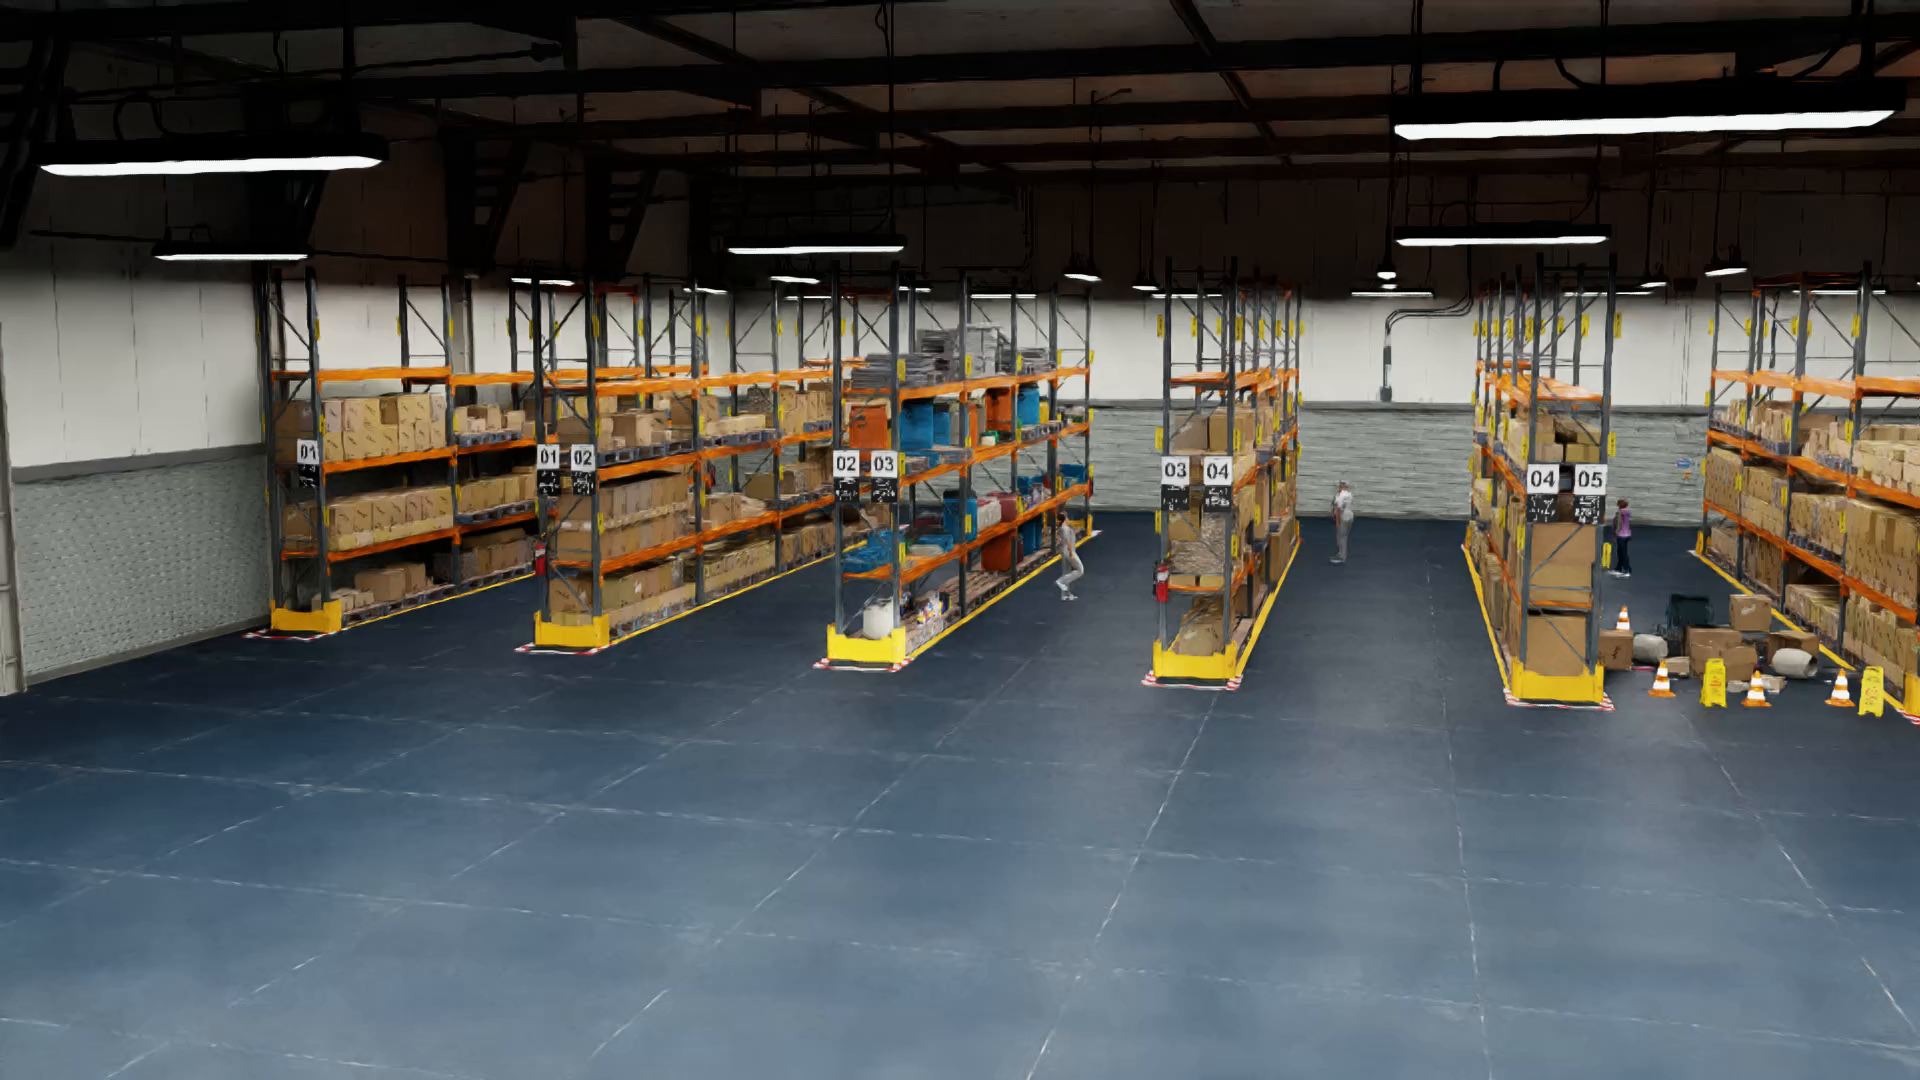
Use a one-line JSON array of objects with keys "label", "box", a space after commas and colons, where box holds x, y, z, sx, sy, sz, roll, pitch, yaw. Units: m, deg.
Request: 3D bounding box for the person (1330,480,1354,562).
[{"label": "person", "box": [8.189, -0.417, 35.800, 0.504, 1.759, 0.588, 7, 10, 44]}]

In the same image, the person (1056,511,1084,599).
[{"label": "person", "box": [2.014, 0.287, 30.735, 0.493, 1.659, 0.522, -1, 7, -11]}]

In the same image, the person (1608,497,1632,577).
[{"label": "person", "box": [13.390, 0.039, 33.703, 0.527, 1.372, 0.529, 6, 10, 41]}]

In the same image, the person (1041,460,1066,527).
[{"label": "person", "box": [2.378, -1.170, 41.993, 0.710, 1.716, 0.478, -4, 8, -29]}]
